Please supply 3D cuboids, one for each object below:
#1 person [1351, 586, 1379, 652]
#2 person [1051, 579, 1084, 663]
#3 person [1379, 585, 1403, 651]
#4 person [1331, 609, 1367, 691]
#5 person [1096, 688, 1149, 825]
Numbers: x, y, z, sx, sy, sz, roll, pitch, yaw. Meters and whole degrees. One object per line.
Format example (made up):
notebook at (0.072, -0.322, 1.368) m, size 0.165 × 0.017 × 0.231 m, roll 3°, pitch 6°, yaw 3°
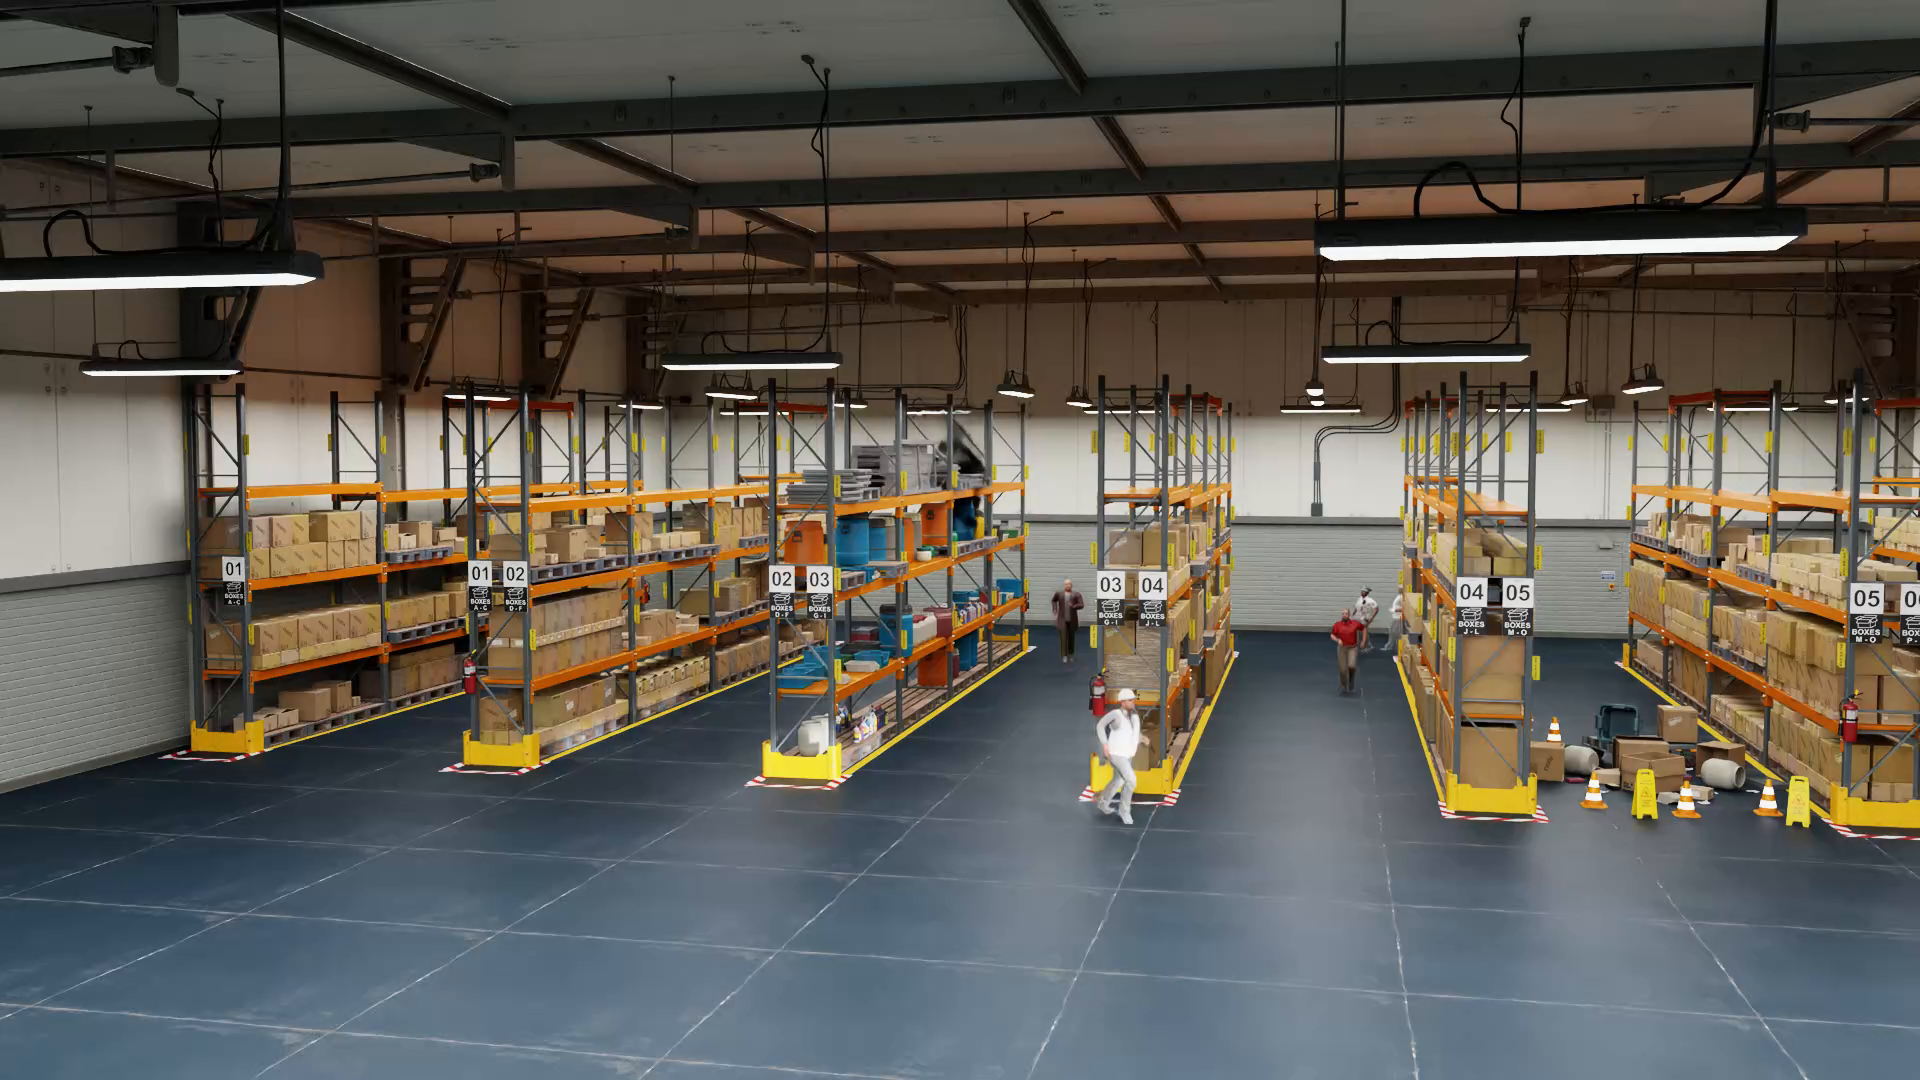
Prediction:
person at (9.526, 1.918, 39.343) m, size 0.852 × 1.702 × 0.668 m, roll -1°, pitch 3°, yaw -20°
person at (2.327, 1.764, 35.964) m, size 0.701 × 1.830 × 0.996 m, roll 0°, pitch 3°, yaw 3°
person at (10.453, 1.854, 39.840) m, size 0.833 × 1.721 × 0.787 m, roll 1°, pitch 3°, yaw 20°
person at (7.820, 2.227, 33.513) m, size 0.685 × 1.681 × 0.822 m, roll 1°, pitch 3°, yaw 20°
person at (2.151, 2.872, 22.150) m, size 0.869 × 1.812 × 0.574 m, roll 3°, pitch 4°, yaw 41°
